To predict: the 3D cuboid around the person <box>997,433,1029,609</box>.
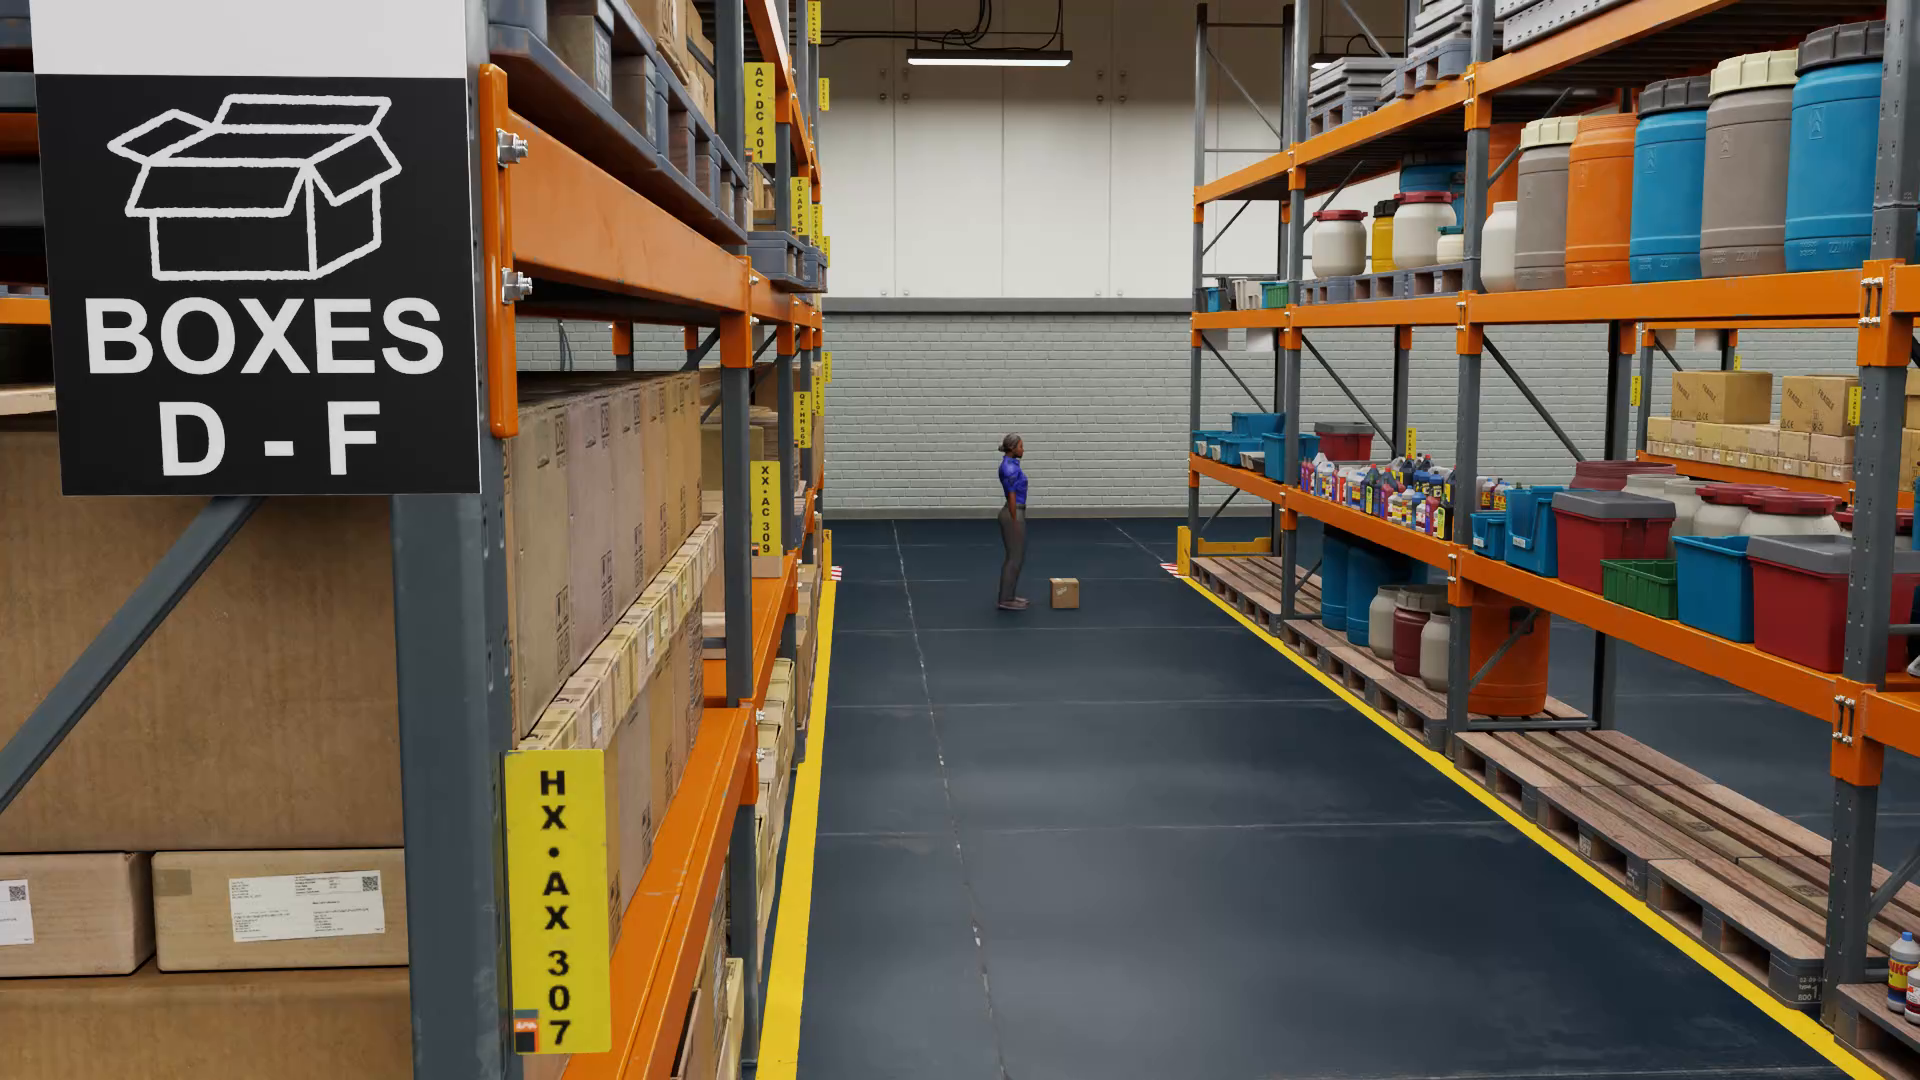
[{"bbox_3d":[0.505,-0.181,15.807,0.303,1.663,0.437,0,7,-2],"label":"person"}]
